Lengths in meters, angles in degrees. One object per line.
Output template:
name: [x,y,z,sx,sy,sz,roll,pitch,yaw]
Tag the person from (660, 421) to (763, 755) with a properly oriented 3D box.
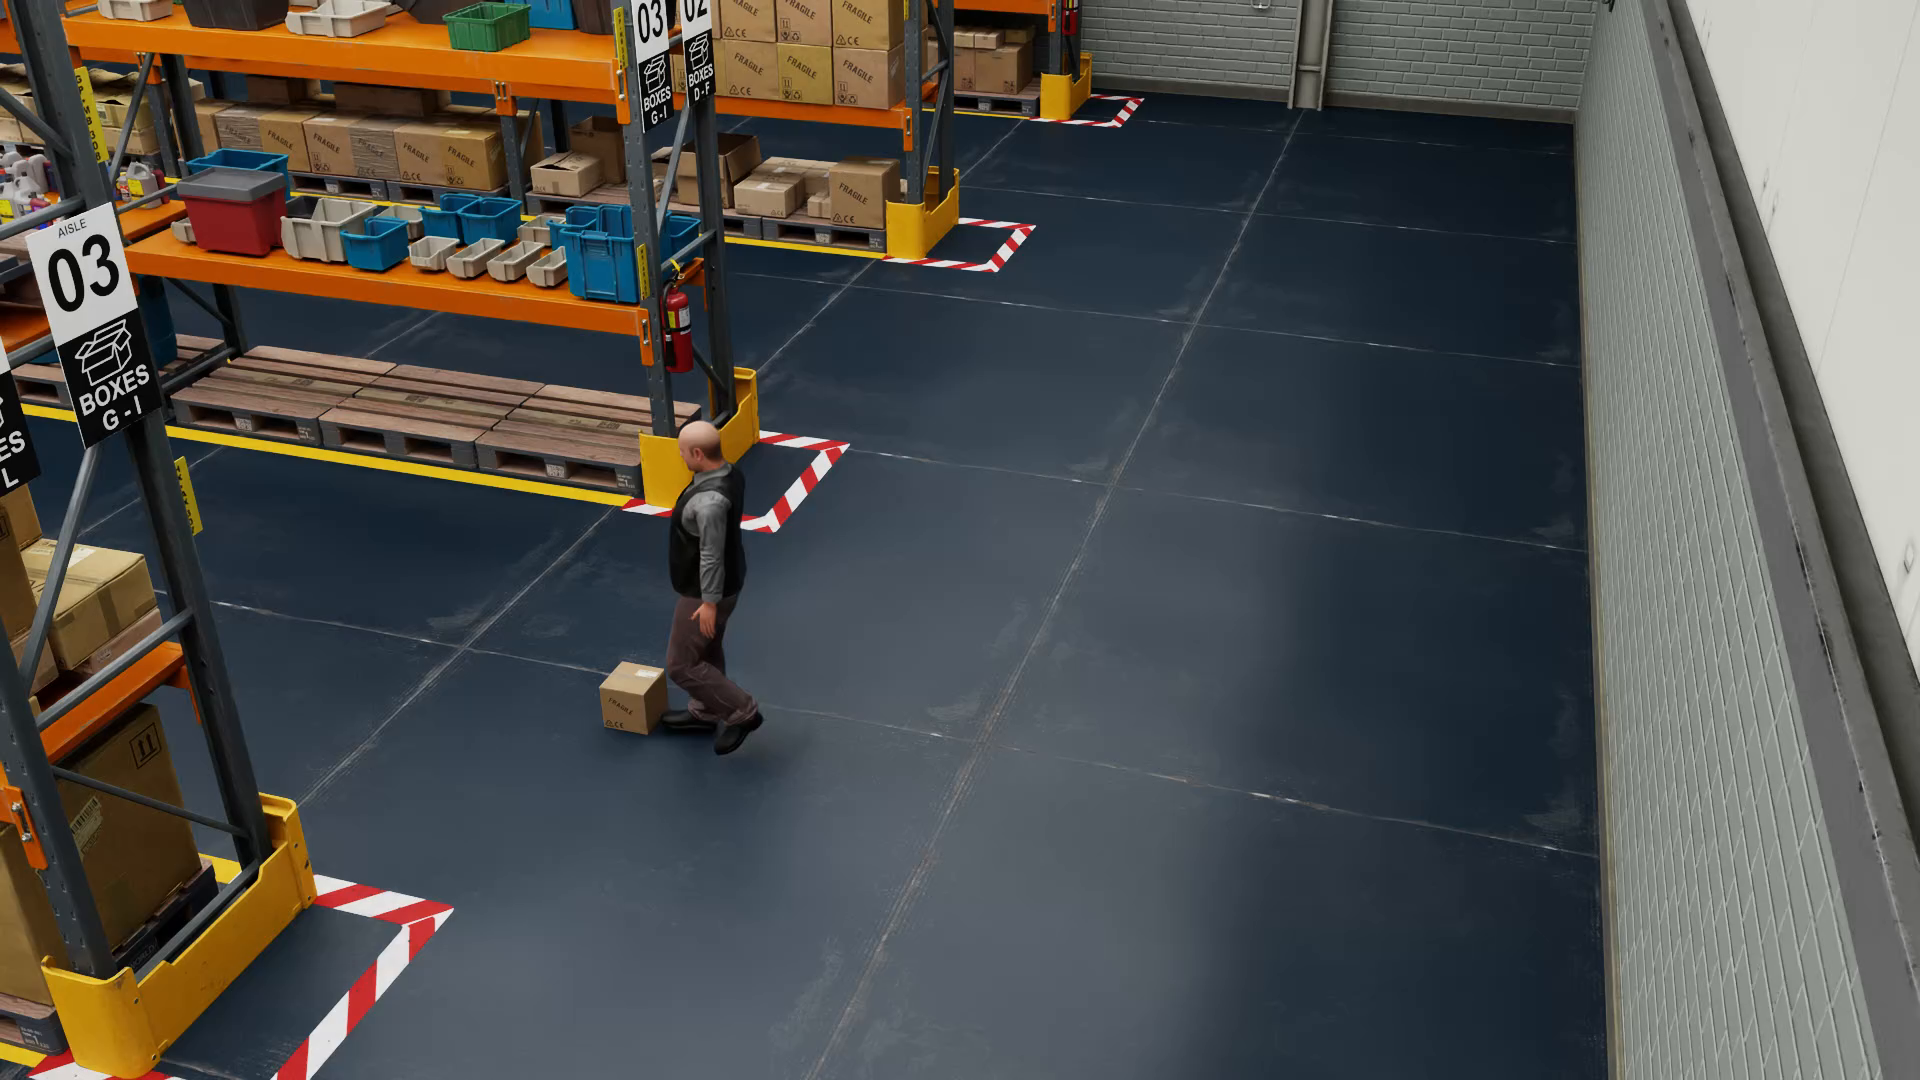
person: [-1.259,0.226,8.093,0.569,1.717,0.565,1,29,2]
